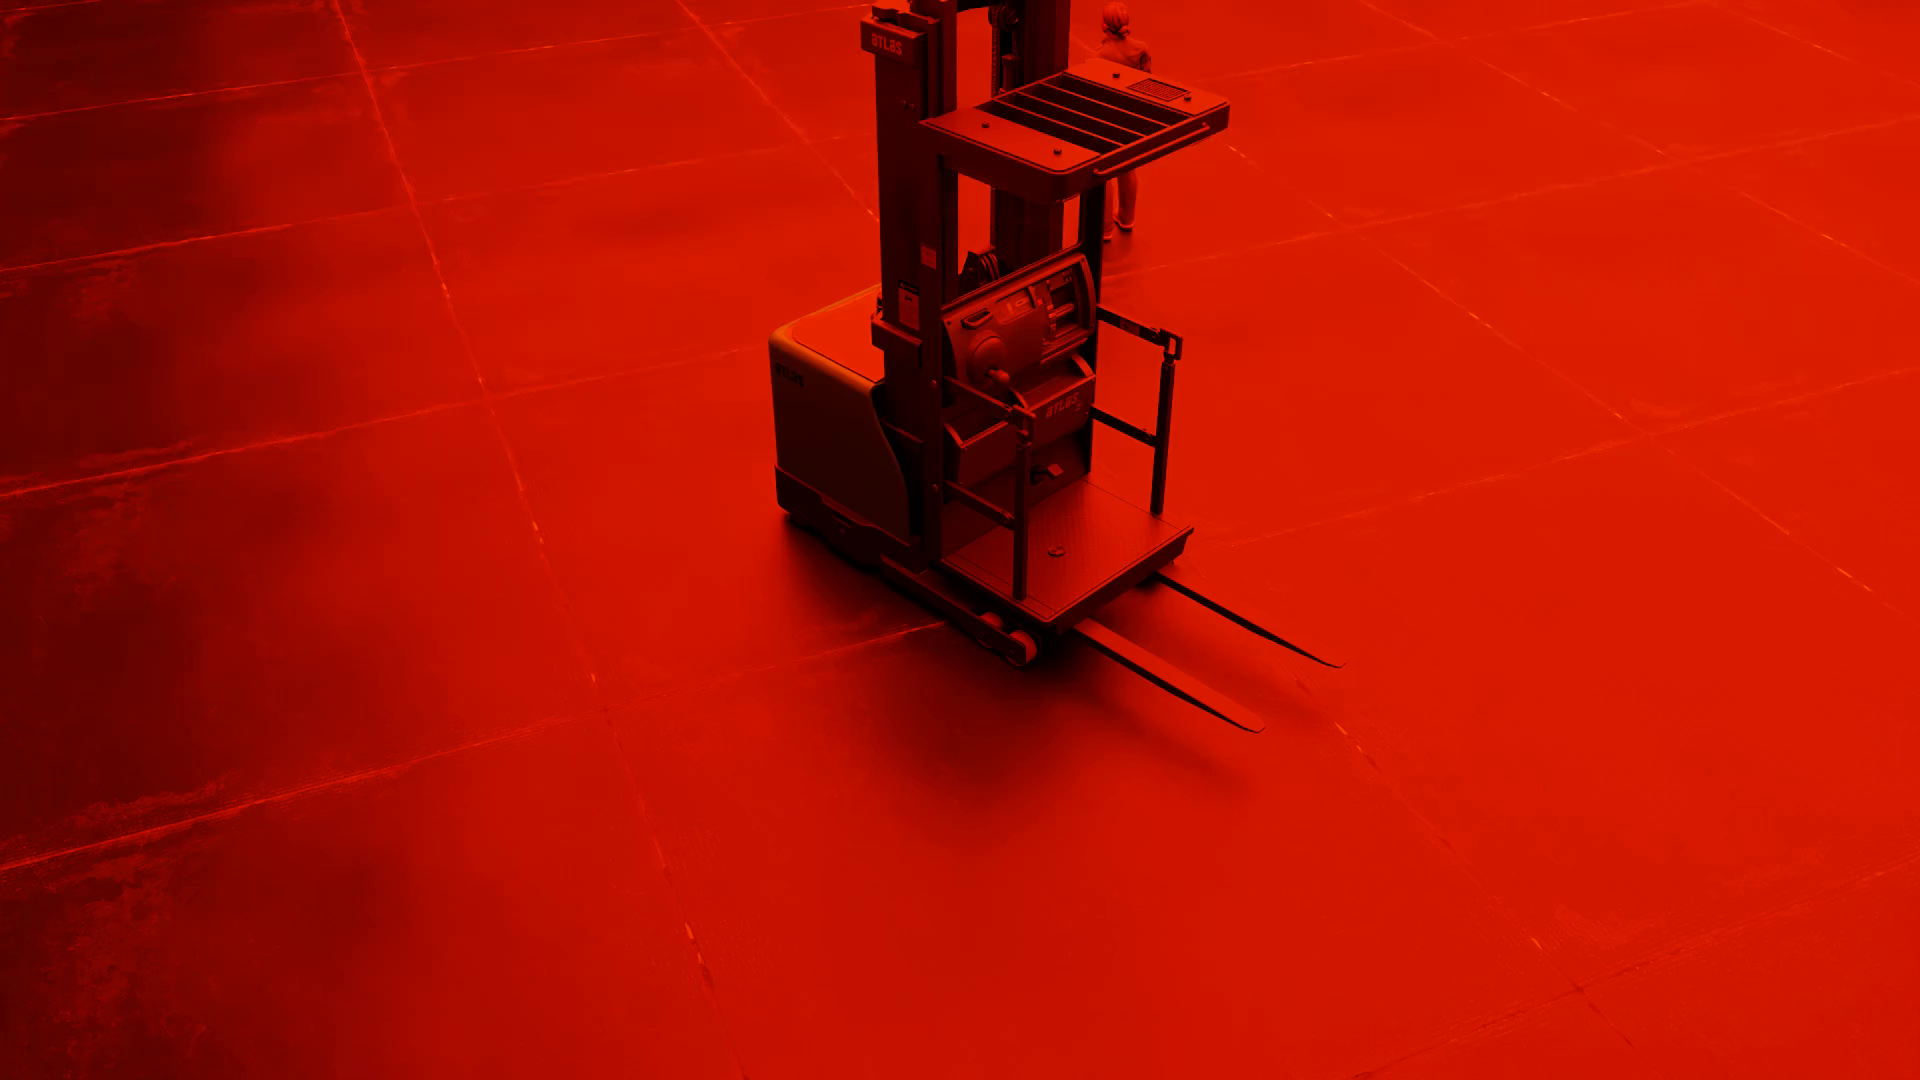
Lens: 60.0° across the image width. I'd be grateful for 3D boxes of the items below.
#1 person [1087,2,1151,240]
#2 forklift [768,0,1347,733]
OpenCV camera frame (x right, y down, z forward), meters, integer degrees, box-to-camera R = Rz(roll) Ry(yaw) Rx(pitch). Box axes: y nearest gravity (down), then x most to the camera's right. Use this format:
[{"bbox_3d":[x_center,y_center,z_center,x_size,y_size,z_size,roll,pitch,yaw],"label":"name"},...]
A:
[{"bbox_3d":[0.998,-2.824,11.159,0.569,1.654,0.504,-13,37,-17],"label":"person"},{"bbox_3d":[0.432,-0.946,7.429,3.031,2.935,1.130,30,45,35],"label":"forklift"}]
